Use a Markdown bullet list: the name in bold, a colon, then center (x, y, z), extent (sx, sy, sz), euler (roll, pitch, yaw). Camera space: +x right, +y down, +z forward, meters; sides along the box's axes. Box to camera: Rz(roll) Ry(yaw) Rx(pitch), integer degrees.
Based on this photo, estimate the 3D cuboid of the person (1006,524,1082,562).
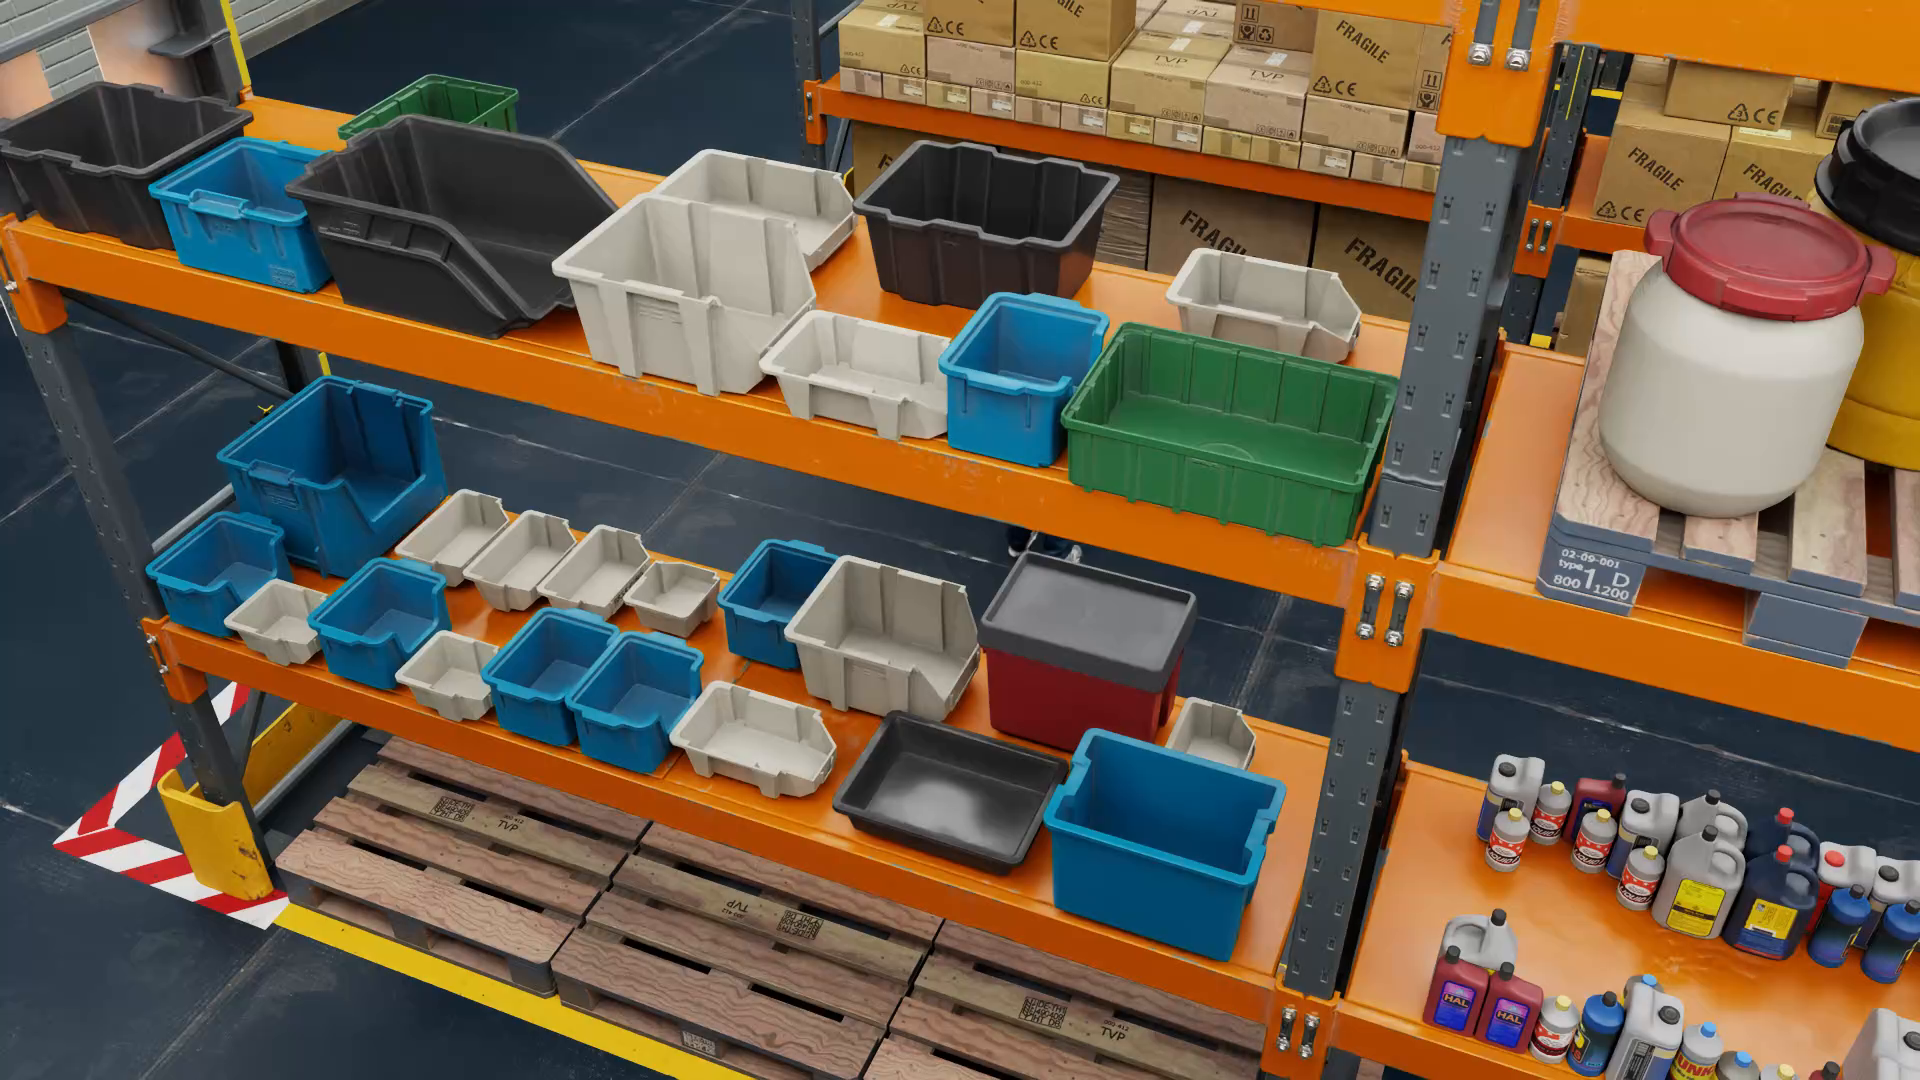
- **person**: center (0.373, -0.564, 7.562), extent (0.420, 1.623, 0.325), euler (15, 40, 18)
